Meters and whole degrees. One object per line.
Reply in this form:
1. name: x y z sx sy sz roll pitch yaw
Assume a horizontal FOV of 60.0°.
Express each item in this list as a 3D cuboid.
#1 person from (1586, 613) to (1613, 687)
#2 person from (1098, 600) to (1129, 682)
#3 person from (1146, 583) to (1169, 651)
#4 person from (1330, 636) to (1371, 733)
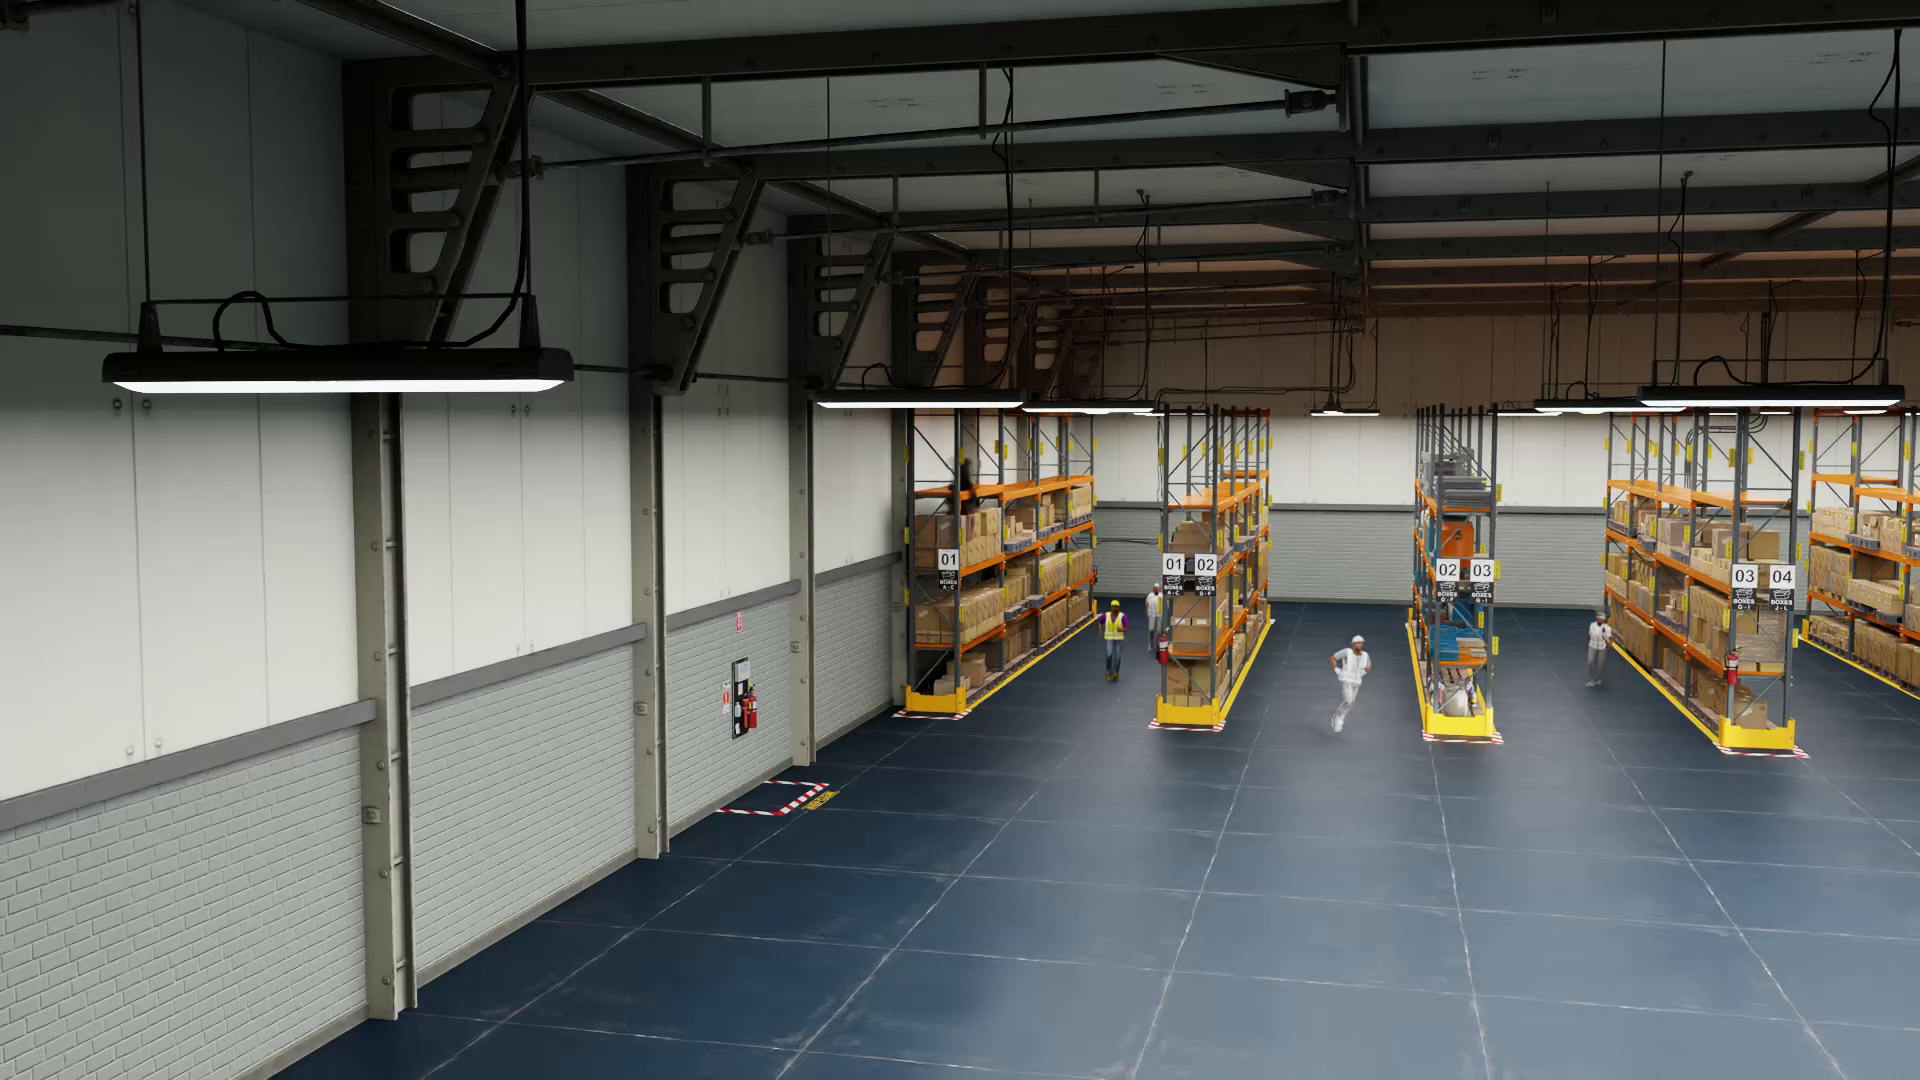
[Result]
1. person: 13.652 2.329 35.493 0.561 1.604 0.741 2 5 27
2. person: 3.356 2.204 36.279 0.673 1.789 0.725 0 4 4
3. person: 4.876 1.914 41.100 0.596 1.702 0.722 1 4 11
4. person: 7.173 2.639 30.544 0.742 1.785 0.660 -2 4 -22
